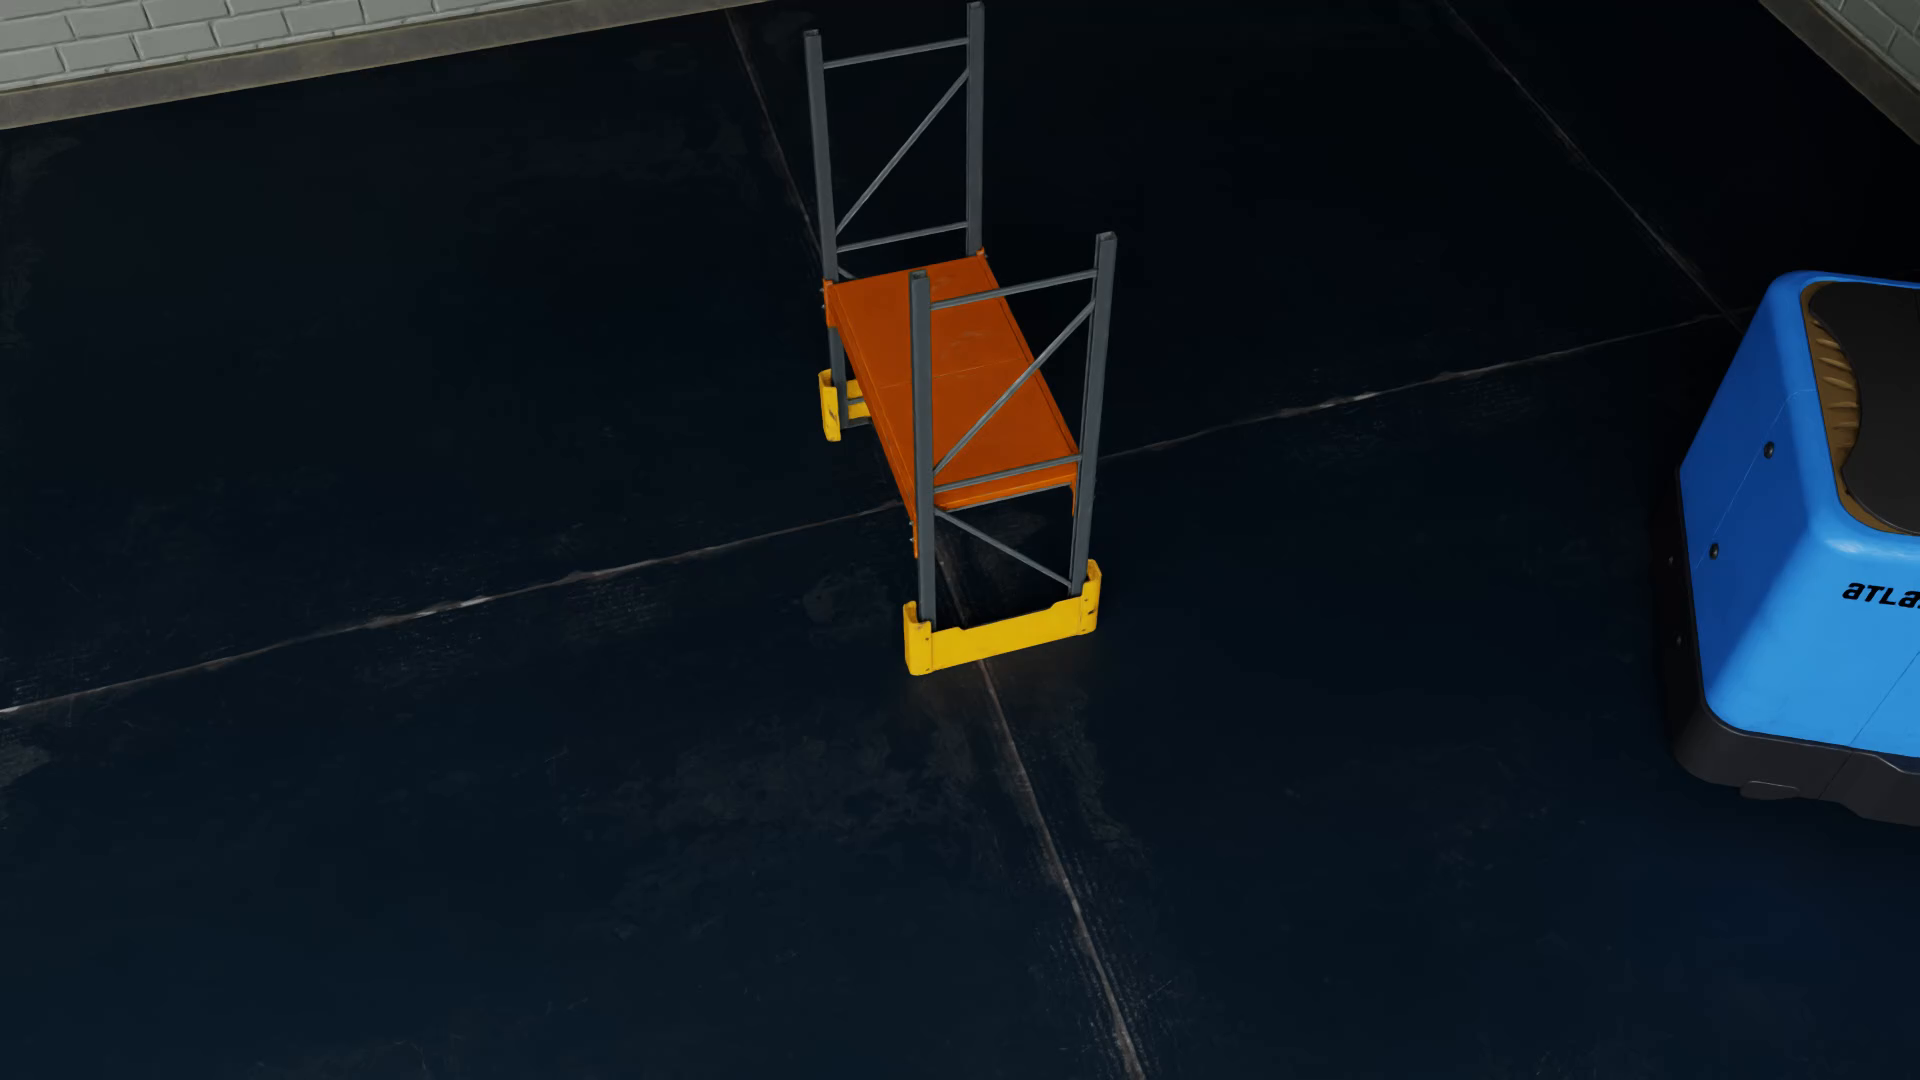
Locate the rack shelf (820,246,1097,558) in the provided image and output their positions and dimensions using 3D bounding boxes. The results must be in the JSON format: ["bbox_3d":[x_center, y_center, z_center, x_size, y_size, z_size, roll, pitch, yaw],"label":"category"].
[{"bbox_3d":[-0.025,-0.430,4.867,0.538,0.185,1.000,-13,51,-11],"label":"rack shelf"}]

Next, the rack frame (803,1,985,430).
[{"bbox_3d":[-0.176,-0.917,5.042,0.500,1.500,0.032,-13,51,-11],"label":"rack frame"}]

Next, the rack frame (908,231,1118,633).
[{"bbox_3d":[0.125,-0.174,4.416,0.500,1.500,0.032,-13,51,-11],"label":"rack frame"}]

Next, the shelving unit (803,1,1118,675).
[{"bbox_3d":[-0.023,-0.539,4.724,0.587,1.500,1.083,-13,51,-11],"label":"shelving unit"}]

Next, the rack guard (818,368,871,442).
[{"bbox_3d":[-0.170,-0.500,5.508,0.587,0.250,0.087,-13,51,-11],"label":"rack guard"}]

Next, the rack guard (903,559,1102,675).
[{"bbox_3d":[0.125,0.227,4.895,0.587,0.250,0.087,-13,51,-11],"label":"rack guard"}]

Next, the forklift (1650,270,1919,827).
[{"bbox_3d":[3.564,-0.414,3.682,3.031,2.935,1.130,8,50,7],"label":"forklift"}]
